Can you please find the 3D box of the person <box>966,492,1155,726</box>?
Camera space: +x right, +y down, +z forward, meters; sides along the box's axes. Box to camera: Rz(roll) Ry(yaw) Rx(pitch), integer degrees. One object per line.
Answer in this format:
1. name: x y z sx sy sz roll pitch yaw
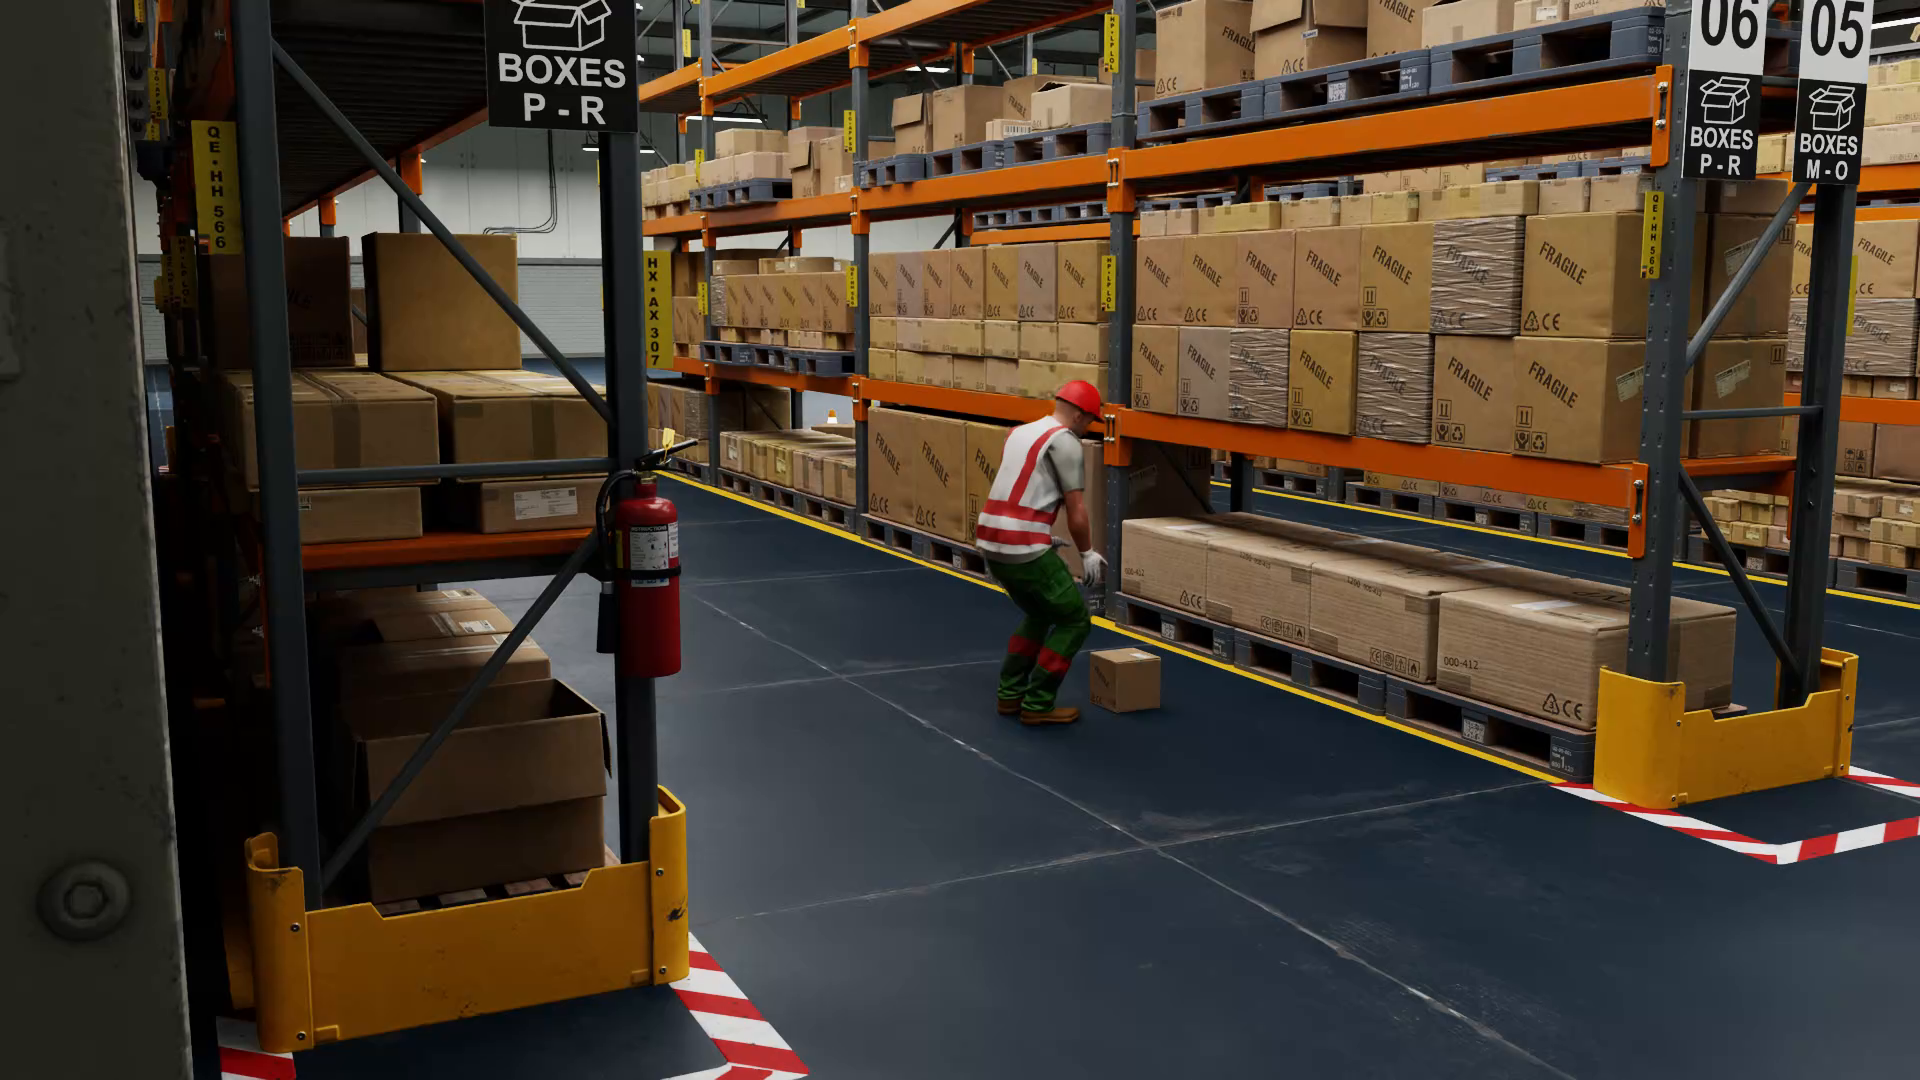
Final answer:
1. person: 0.446 0.311 7.881 0.873 1.040 0.575 -4 9 -26
